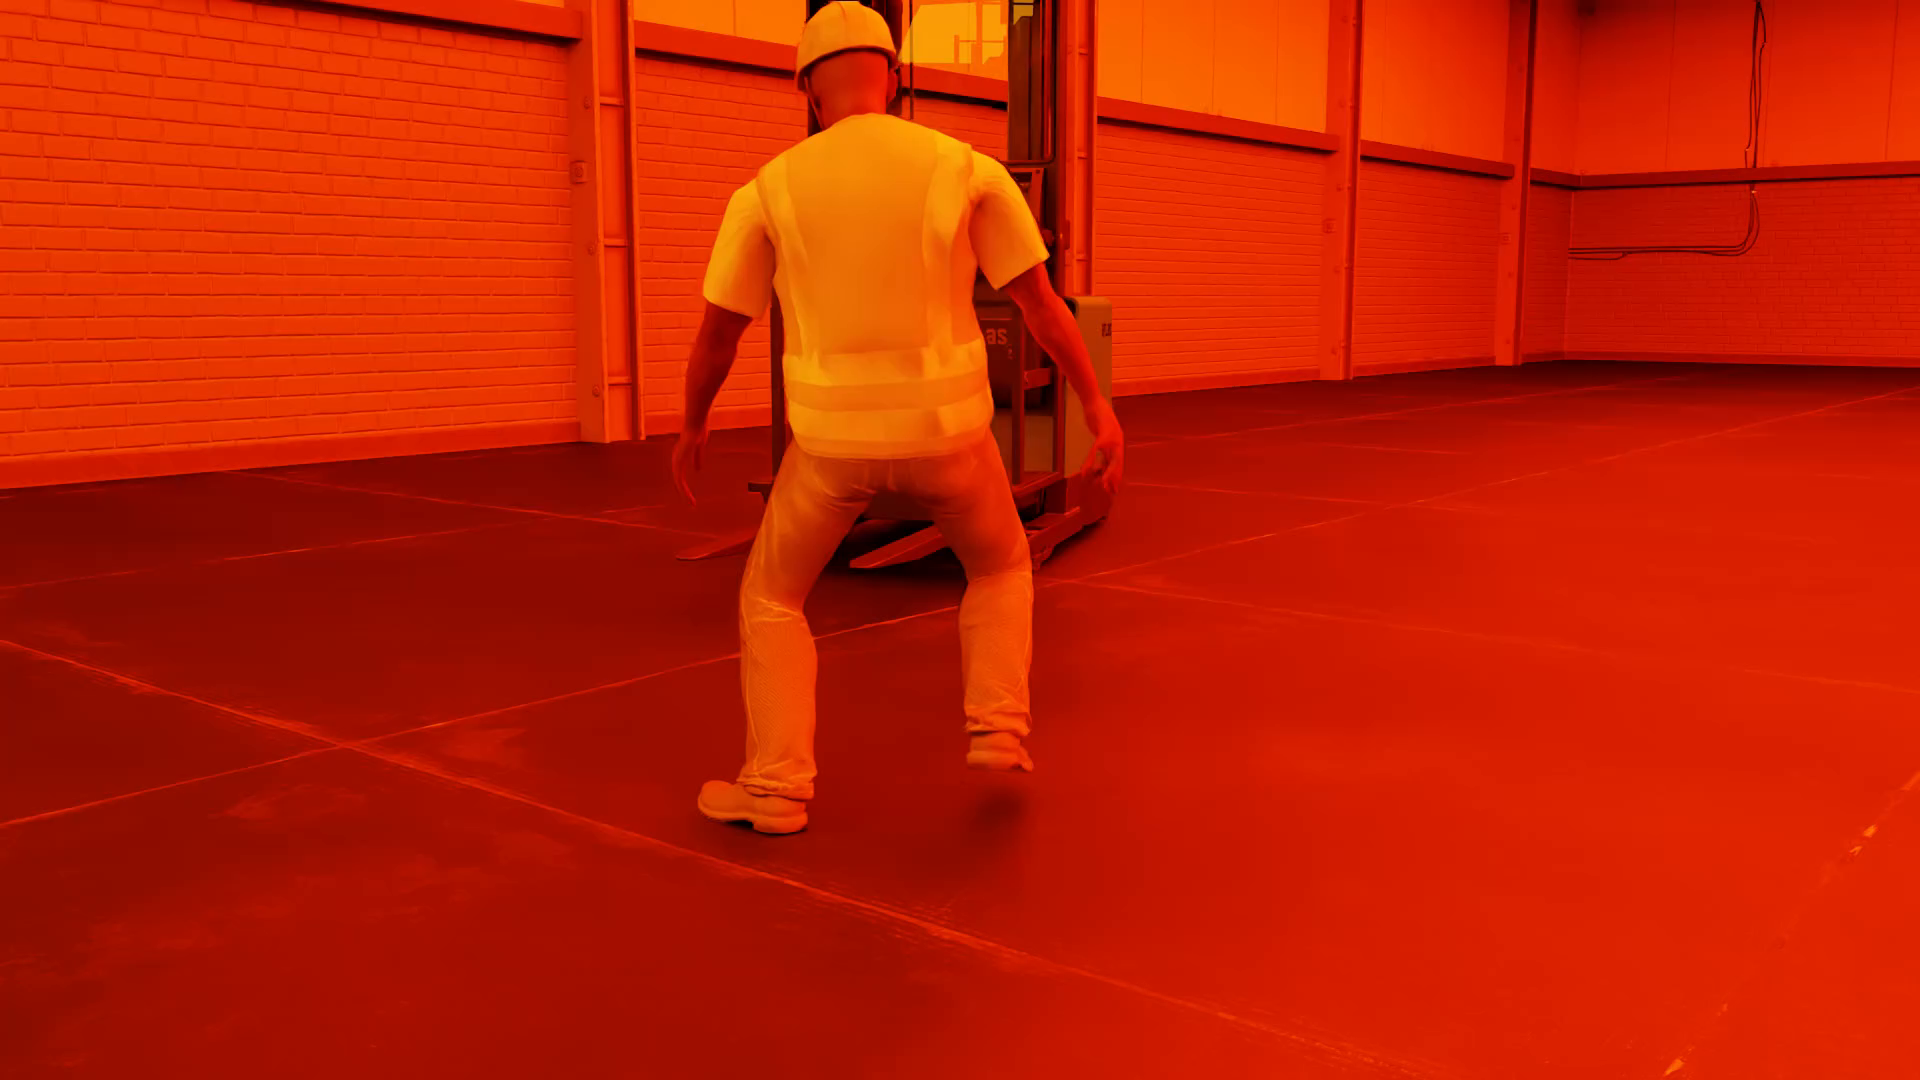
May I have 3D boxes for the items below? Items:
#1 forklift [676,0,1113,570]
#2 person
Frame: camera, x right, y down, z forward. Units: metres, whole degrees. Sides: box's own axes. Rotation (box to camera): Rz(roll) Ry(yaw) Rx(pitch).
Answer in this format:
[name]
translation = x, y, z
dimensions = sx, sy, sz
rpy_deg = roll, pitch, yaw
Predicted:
[forklift]
translation = -0.176, -1.366, 6.616
dimensions = 1.130, 2.935, 3.031
rpy_deg = 3, 9, 17
[person]
translation = -0.140, -0.263, 3.467
dimensions = 0.956, 1.669, 0.514
rpy_deg = 0, 8, 3
